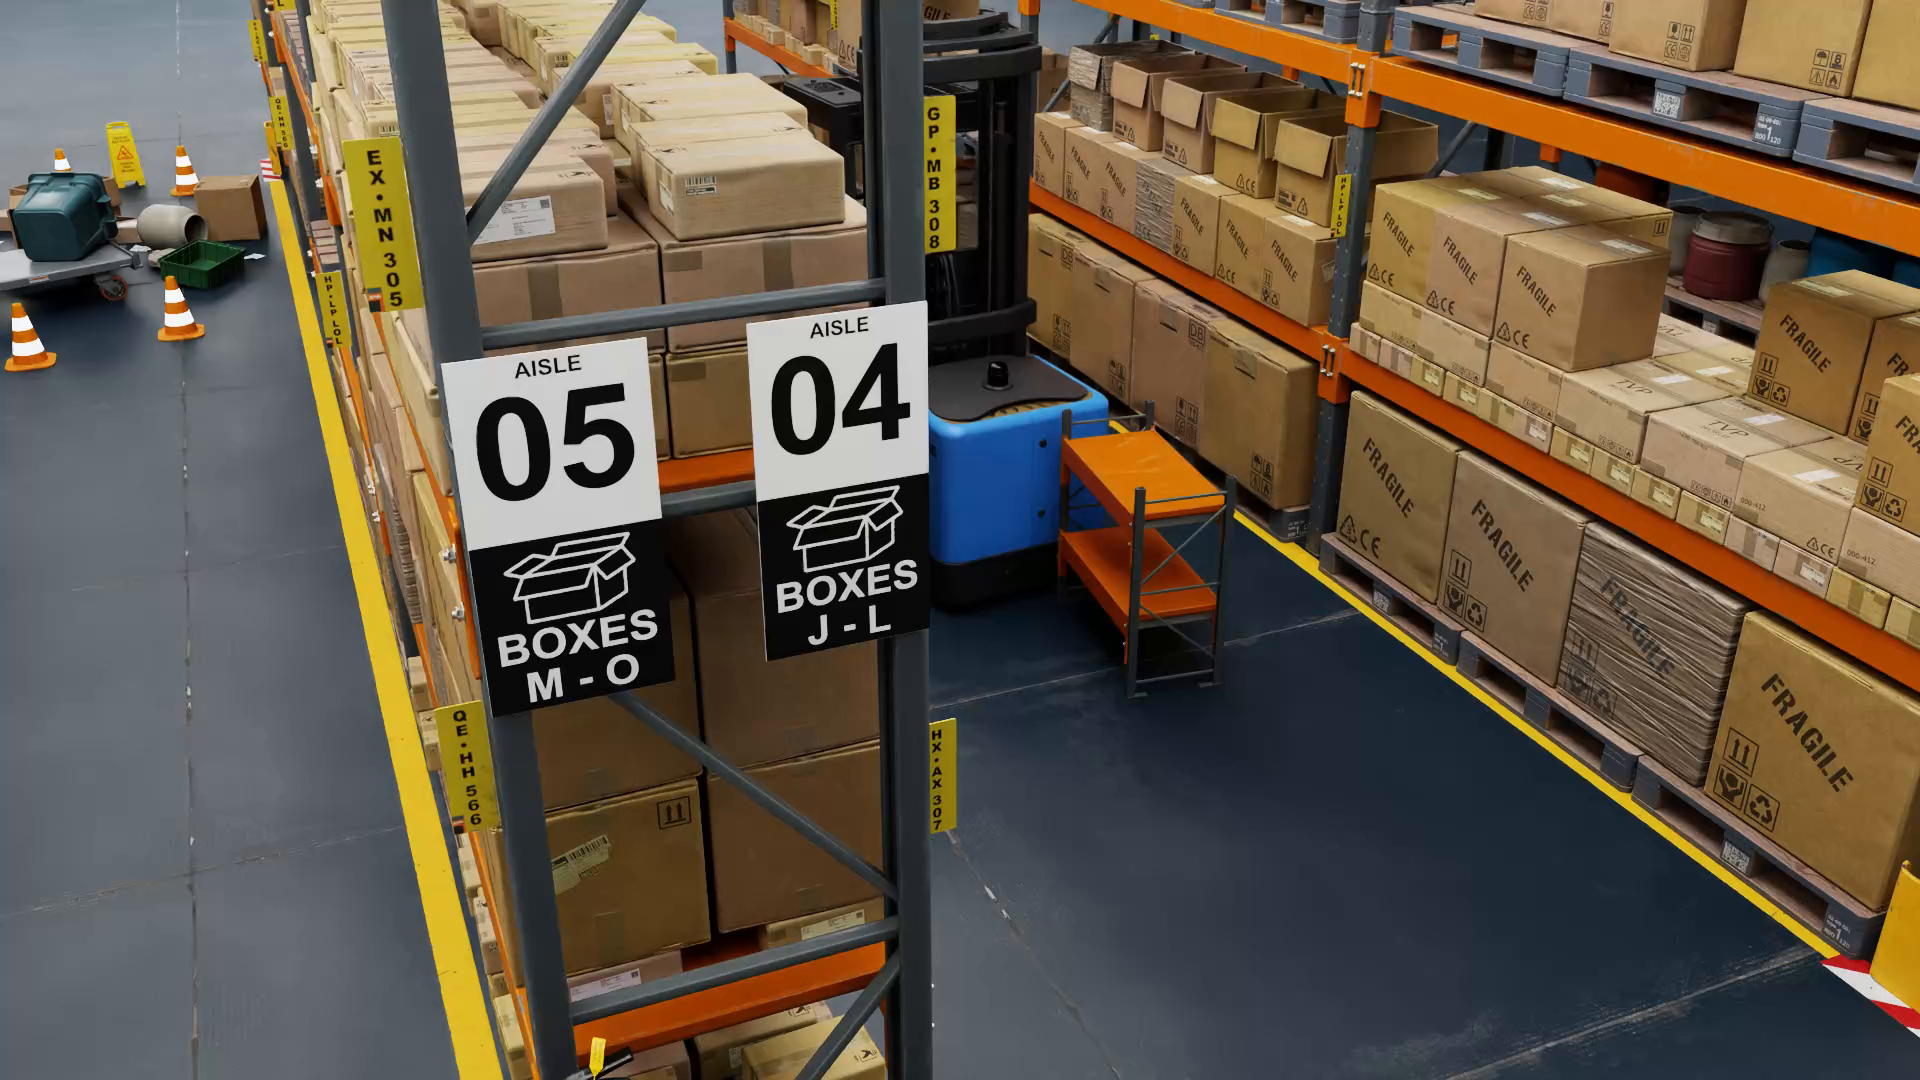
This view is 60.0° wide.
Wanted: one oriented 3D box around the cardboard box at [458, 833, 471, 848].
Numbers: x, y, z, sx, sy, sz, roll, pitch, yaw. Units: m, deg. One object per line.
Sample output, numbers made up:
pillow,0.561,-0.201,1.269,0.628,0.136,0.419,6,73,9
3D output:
cardboard box,-1.734,1.135,6.437,0.380,0.149,0.250,-11,28,-21

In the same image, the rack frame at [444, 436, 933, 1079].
rack frame,-0.555,1.074,4.132,1.000,3.000,0.127,-11,28,-21

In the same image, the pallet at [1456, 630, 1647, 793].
pallet,3.189,0.715,8.046,1.003,0.211,1.213,-11,28,-21

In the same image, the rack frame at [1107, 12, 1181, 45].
rack frame,2.340,-7.048,20.766,1.000,3.000,0.127,-11,28,-21

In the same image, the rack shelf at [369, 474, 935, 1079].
rack shelf,-1.339,0.590,5.943,1.077,0.370,4.000,-11,28,-21

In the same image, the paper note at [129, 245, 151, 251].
paper note,-7.470,-2.667,15.186,0.172,0.023,0.155,-1,26,-3

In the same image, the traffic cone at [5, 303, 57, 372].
traffic cone,-6.962,-1.534,12.364,0.336,0.463,0.334,-11,28,-21

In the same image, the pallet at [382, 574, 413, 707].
pallet,-2.428,0.398,8.694,1.003,0.211,1.213,-11,28,-21

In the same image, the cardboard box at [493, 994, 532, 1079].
cardboard box,-1.260,1.535,5.280,0.380,0.149,0.250,-11,28,-22

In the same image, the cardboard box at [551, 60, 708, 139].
cardboard box,-0.888,-1.192,4.501,0.380,0.149,0.250,-10,28,-19

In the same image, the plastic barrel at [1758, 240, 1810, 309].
plastic barrel,6.425,-2.026,12.837,0.421,0.512,0.421,0,26,0

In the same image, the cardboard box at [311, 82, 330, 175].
cardboard box,-2.183,-1.589,6.338,0.500,0.250,0.500,-9,27,-18

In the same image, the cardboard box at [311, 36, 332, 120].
cardboard box,-1.963,-1.608,5.808,0.500,0.250,0.500,-11,28,-21

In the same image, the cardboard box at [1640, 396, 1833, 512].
cardboard box,3.216,-0.364,6.909,0.500,0.250,0.500,-12,28,-22

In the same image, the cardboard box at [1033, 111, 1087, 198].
cardboard box,0.855,-2.769,11.889,0.500,0.500,0.500,-10,28,-19

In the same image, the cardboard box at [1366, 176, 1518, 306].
cardboard box,2.434,-1.518,8.418,0.500,0.500,0.500,-11,28,-21

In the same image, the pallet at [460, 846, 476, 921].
pallet,-1.345,1.471,6.498,1.003,0.211,1.213,-11,28,-21

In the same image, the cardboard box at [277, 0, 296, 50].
cardboard box,-3.306,-2.871,8.678,0.500,0.500,0.500,-11,28,-21

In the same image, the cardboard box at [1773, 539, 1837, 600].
cardboard box,3.405,0.082,6.450,0.380,0.149,0.250,-11,28,-20

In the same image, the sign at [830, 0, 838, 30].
sign,-1.148,-4.875,15.328,0.100,0.325,0.005,-11,28,-21

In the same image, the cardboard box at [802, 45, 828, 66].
cardboard box,-1.338,-4.801,16.450,0.380,0.149,0.250,-11,28,-21

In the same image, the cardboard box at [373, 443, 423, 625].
cardboard box,-1.795,-0.068,6.018,0.500,0.500,0.500,-11,28,-22

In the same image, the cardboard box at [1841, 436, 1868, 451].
cardboard box,3.899,-0.253,6.680,0.500,0.250,0.500,-11,28,-21

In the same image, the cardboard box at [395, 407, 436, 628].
cardboard box,-1.374,-0.109,4.961,0.500,0.500,0.500,-9,27,-18

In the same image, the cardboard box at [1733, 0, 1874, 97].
cardboard box,3.439,-2.013,6.329,0.700,0.500,0.500,-13,29,-24

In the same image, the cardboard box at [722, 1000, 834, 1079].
cardboard box,-0.580,1.657,5.369,0.380,0.149,0.250,-11,28,-21

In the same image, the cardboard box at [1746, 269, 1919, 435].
cardboard box,3.704,-0.791,6.928,0.500,0.500,0.500,-11,28,-22

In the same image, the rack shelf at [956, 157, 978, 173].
rack shelf,0.132,-3.451,14.220,1.077,0.370,4.000,-11,28,-21

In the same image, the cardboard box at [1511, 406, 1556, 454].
cardboard box,2.799,-0.540,7.723,0.380,0.149,0.250,-10,28,-20

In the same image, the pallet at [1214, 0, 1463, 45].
pallet,2.077,-2.976,9.225,0.805,0.209,1.217,-12,28,-23

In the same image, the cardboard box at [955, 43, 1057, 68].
cardboard box,0.356,-3.620,13.153,0.700,0.500,0.500,-6,27,-13

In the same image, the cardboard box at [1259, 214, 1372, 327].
cardboard box,2.047,-1.539,9.369,0.500,0.500,0.500,-10,28,-20

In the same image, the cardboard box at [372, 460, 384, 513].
cardboard box,-2.312,-0.257,7.145,0.380,0.149,0.250,-10,28,-19

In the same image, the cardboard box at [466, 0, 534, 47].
cardboard box,-1.506,-1.823,5.793,0.380,0.149,0.250,-10,28,-19

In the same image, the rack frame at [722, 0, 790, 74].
rack frame,-2.218,-6.197,19.023,1.000,3.000,0.127,-11,28,-21

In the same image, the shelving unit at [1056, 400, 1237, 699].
shelving unit,0.911,0.024,8.419,0.538,1.125,1.048,-7,27,-14

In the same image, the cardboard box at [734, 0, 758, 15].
cardboard box,-2.028,-6.149,18.471,0.875,0.500,0.500,-11,28,-21

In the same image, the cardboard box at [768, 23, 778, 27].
cardboard box,-1.830,-5.424,17.727,0.380,0.149,0.250,-11,28,-21

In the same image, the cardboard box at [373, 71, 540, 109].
cardboard box,-1.310,-1.115,4.342,0.380,0.149,0.250,-11,28,-22

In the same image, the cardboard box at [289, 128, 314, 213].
cardboard box,-4.306,-2.538,11.415,0.500,0.500,0.500,-11,28,-21

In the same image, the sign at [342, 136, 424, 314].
sign,-1.074,-0.585,3.100,0.100,0.325,0.005,-11,28,-21

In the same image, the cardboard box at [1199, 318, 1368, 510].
cardboard box,2.213,-0.841,9.997,1.225,0.875,0.875,-10,28,-20

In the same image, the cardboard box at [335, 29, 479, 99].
cardboard box,-1.646,-1.424,4.975,0.380,0.149,0.250,-11,28,-22

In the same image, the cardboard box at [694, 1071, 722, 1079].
cardboard box,-0.644,1.808,5.398,0.380,0.149,0.250,-11,28,-21

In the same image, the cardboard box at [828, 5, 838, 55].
cardboard box,-0.771,-4.953,16.022,0.875,0.500,0.500,-11,28,-21

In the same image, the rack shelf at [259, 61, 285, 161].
rack shelf,-6.038,-4.255,15.865,1.077,0.370,4.000,-11,28,-21

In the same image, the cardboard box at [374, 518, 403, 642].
cardboard box,-2.643,0.138,8.418,0.500,0.500,0.500,-11,28,-22

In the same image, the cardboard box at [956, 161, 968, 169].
cardboard box,-0.261,-3.209,15.251,0.700,0.500,0.500,-11,28,-21

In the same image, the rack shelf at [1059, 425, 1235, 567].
rack shelf,0.911,-0.239,8.291,0.538,0.278,1.000,-7,27,-14

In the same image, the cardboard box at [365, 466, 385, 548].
cardboard box,-2.646,-0.200,8.257,0.500,0.250,0.500,-11,28,-22

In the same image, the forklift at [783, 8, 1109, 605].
forklift,-0.315,-1.585,9.656,1.130,2.935,3.031,-13,29,-25

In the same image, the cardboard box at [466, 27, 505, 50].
cardboard box,-1.514,-1.691,5.977,0.500,0.250,0.500,-12,28,-23

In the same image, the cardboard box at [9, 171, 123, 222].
cardboard box,-8.319,-3.098,15.522,0.637,0.503,0.797,13,29,24

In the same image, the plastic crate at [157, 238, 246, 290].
plastic crate,-6.528,-2.378,14.341,0.450,0.188,0.662,12,27,2

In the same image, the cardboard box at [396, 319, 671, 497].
cardboard box,-0.977,-0.345,3.789,0.500,0.250,0.500,-11,28,-22
